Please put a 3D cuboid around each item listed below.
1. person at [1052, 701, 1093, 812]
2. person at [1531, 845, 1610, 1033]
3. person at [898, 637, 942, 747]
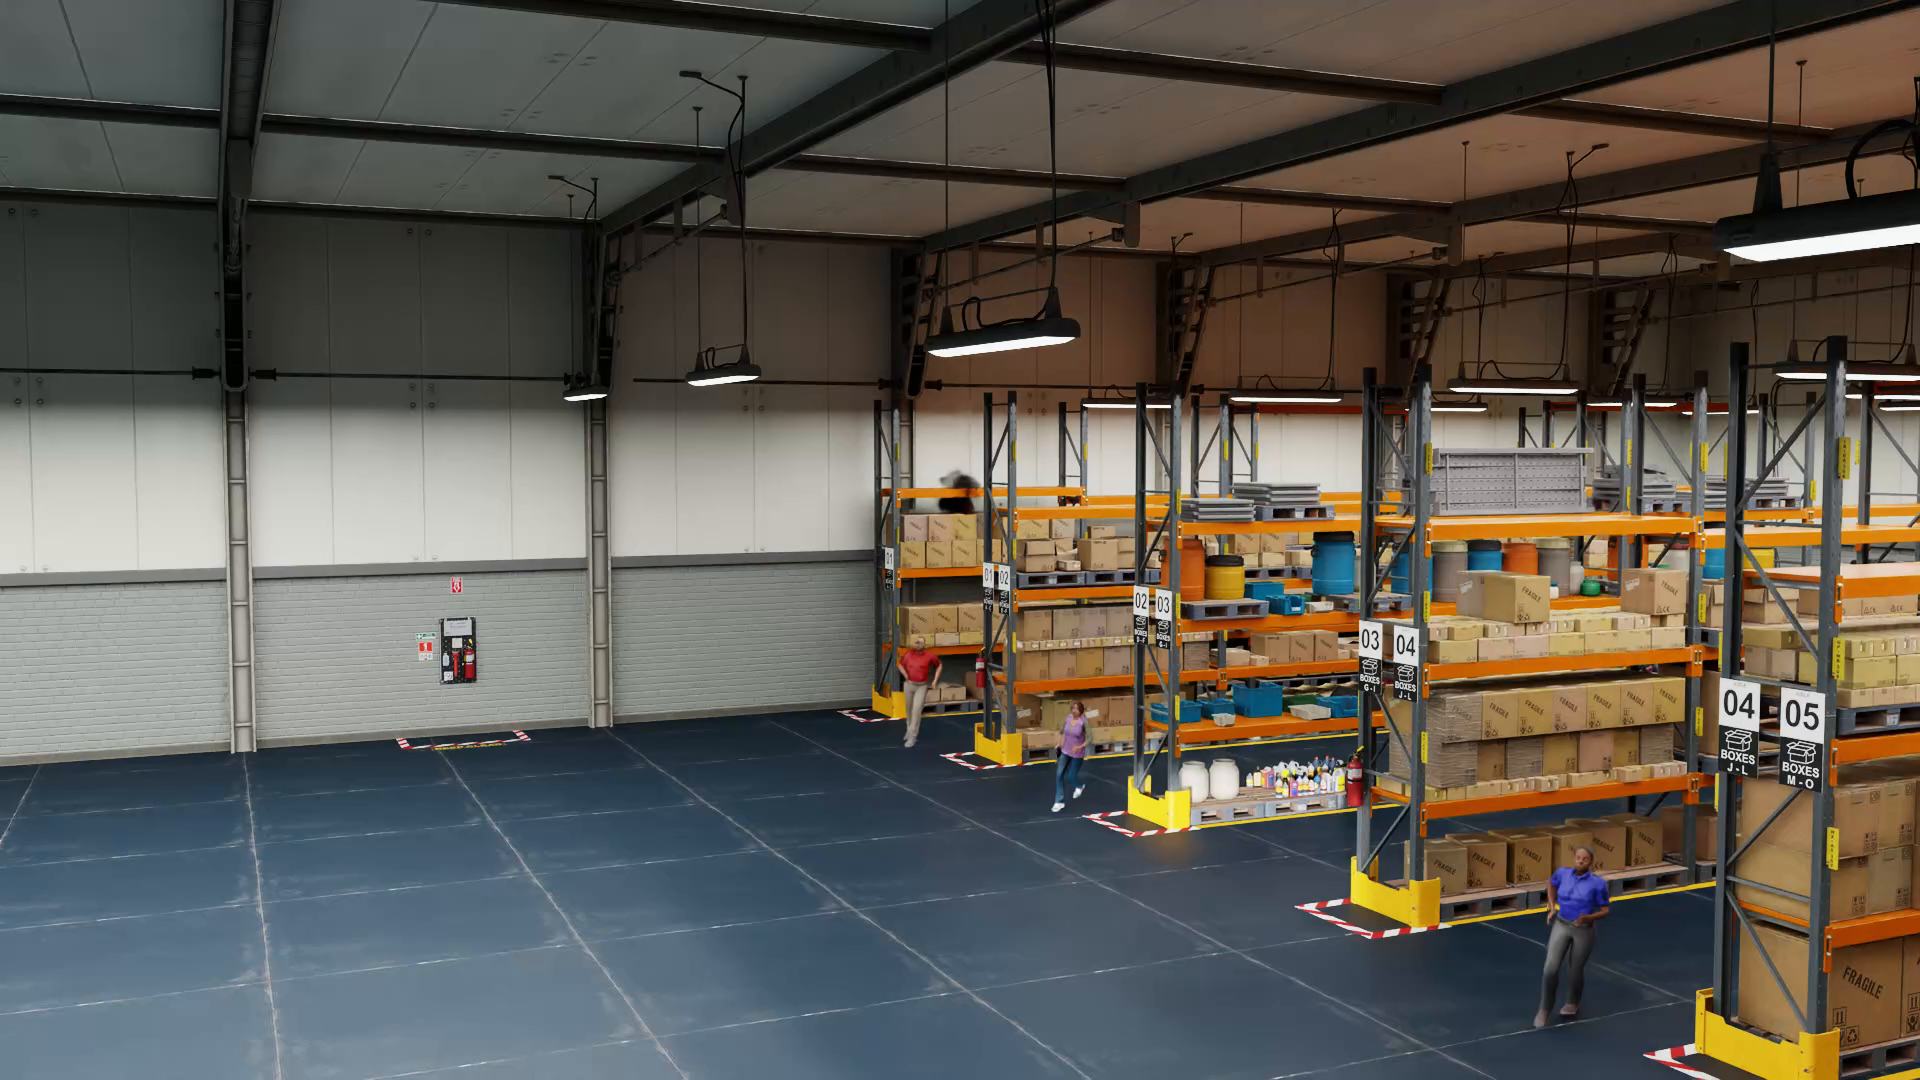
[{"bbox_3d":[1.608,3.041,23.464,0.590,1.568,0.635,2,4,33],"label":"person"},{"bbox_3d":[5.432,3.511,14.703,0.608,1.691,0.756,2,4,31],"label":"person"},{"bbox_3d":[-0.693,2.451,26.996,0.704,1.764,0.859,1,3,16],"label":"person"}]
